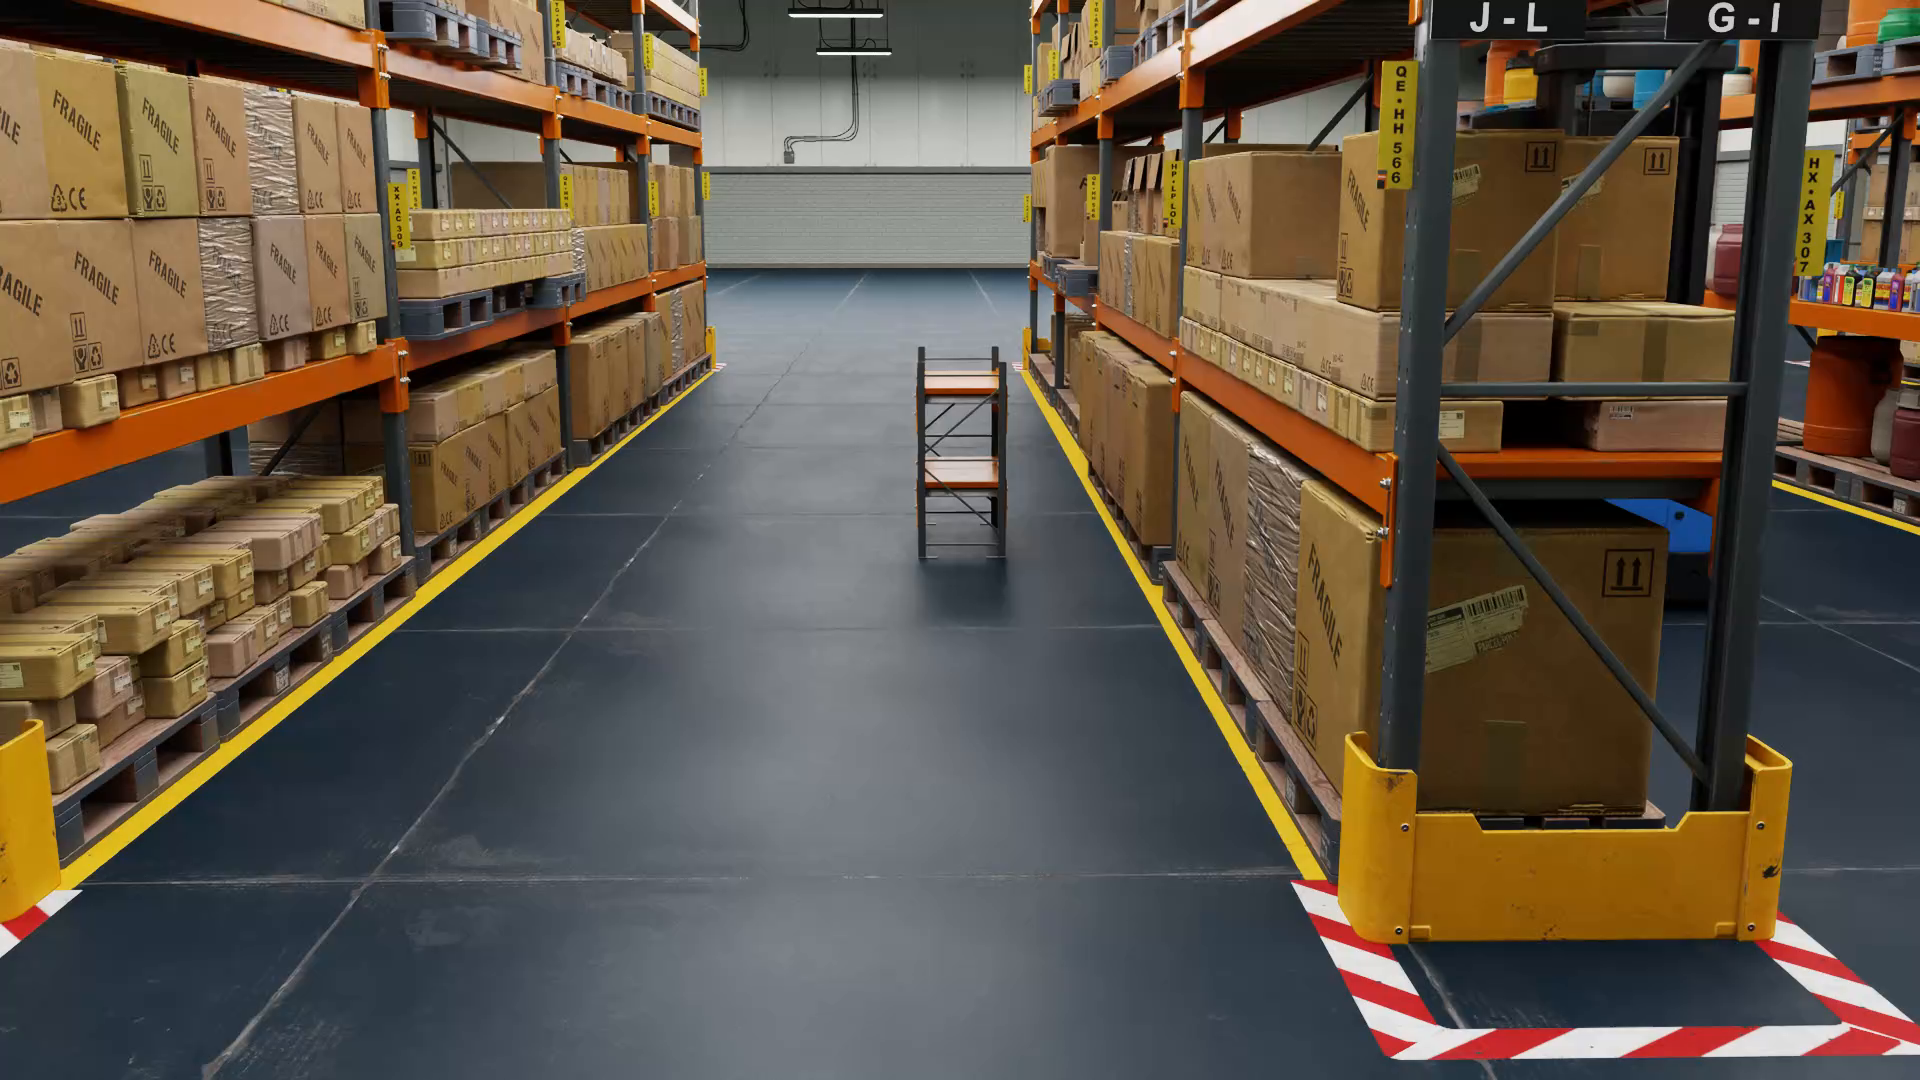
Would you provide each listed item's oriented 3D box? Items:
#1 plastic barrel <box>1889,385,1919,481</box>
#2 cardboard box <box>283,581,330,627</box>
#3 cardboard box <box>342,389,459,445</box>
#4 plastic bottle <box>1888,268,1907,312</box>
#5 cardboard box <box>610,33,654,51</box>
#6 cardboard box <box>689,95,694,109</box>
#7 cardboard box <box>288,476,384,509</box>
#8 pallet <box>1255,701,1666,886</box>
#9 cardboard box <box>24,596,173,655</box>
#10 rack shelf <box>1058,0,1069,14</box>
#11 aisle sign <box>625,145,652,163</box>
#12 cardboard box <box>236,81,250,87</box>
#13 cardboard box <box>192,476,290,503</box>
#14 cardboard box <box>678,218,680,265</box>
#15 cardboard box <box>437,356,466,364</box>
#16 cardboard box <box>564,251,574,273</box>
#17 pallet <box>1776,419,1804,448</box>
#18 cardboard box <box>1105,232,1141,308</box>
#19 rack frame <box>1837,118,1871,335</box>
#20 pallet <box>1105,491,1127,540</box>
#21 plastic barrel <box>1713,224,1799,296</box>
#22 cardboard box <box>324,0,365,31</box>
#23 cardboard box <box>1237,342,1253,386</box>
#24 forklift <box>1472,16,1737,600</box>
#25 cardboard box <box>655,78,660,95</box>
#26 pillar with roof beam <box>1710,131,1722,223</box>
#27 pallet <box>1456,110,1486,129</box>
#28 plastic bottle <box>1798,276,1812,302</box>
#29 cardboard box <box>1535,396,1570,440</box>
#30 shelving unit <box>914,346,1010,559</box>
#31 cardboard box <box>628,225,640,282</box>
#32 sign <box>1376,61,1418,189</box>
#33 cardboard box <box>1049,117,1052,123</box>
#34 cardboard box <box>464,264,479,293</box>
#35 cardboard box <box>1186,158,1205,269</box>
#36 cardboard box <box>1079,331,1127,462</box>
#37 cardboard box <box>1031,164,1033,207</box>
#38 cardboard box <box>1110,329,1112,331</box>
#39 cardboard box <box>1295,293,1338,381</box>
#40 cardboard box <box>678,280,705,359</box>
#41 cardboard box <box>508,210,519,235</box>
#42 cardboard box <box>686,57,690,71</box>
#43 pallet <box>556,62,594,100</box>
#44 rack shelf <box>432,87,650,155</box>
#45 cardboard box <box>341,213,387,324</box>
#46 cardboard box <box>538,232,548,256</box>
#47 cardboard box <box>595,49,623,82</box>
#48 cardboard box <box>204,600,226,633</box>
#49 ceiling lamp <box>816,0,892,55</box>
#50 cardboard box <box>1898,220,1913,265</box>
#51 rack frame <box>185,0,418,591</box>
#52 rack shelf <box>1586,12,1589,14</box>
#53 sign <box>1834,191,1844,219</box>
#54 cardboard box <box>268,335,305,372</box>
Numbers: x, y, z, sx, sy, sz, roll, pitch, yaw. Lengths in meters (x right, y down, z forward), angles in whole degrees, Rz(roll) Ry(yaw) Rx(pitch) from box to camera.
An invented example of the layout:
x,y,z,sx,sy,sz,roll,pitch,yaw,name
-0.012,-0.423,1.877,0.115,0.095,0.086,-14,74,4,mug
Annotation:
x,y,z,sx,sy,sz,roll,pitch,yaw,name
6.526,-0.711,11.030,0.600,0.588,0.708,0,11,-1,plastic barrel
-2.985,0.280,7.247,0.380,0.149,0.250,0,11,-1,cardboard box
-3.106,-0.690,9.259,0.500,0.250,0.500,-1,11,-4,cardboard box
6.139,-1.635,10.866,0.061,0.283,0.133,0,11,-1,plastic bottle
-3.188,-4.850,16.195,0.380,0.149,0.250,0,11,-1,cardboard box
-3.247,-5.015,19.012,0.380,0.149,0.250,0,11,0,cardboard box
-3.088,-0.224,8.236,0.380,0.149,0.250,0,11,0,cardboard box
1.594,0.810,5.538,1.003,0.211,1.213,0,11,-1,pallet
-2.947,0.291,5.698,0.380,0.149,0.250,0,11,-1,cardboard box
1.482,-4.778,13.792,1.077,0.370,4.000,0,11,-1,rack shelf
-3.905,-4.866,19.960,0.394,0.787,0.004,0,11,-1,aisle sign
-8.257,-5.108,18.774,0.380,0.149,0.250,0,11,-2,cardboard box
-3.555,-0.224,8.238,0.380,0.149,0.250,0,11,1,cardboard box
-3.631,-3.358,18.688,0.875,0.550,0.550,0,11,-1,cardboard box
-3.655,-1.098,11.271,0.500,0.250,0.500,0,11,-2,cardboard box
-2.968,-1.975,11.825,0.380,0.149,0.250,0,11,0,cardboard box
6.498,-0.797,13.455,1.003,0.211,1.213,0,11,-1,pallet
1.274,-1.838,11.321,0.500,0.500,0.500,-1,11,-3,cardboard box
11.262,-3.619,20.353,1.000,3.000,0.127,0,11,-1,rack frame
1.486,-0.223,10.628,1.003,0.211,1.213,0,11,-1,pallet
6.163,-2.167,12.853,0.600,0.536,0.708,0,11,-1,plastic barrel
-3.075,-2.493,7.638,0.500,0.250,0.500,0,11,0,cardboard box
1.313,-0.700,6.599,0.380,0.149,0.250,-1,11,-3,cardboard box
3.508,-1.369,9.436,1.130,2.935,3.031,0,11,1,forklift
-3.195,-4.511,16.528,0.380,0.149,0.250,0,11,-1,cardboard box
12.418,-10.005,36.742,9.100,9.000,0.548,0,11,-1,pillar with roof beam
6.229,-4.812,19.165,1.003,0.211,1.213,0,11,-1,pallet
6.161,-1.861,12.000,0.152,0.276,0.135,0,11,-1,plastic bottle
2.004,-0.398,5.110,0.380,0.149,0.250,0,11,-2,cardboard box
0.000,-0.550,9.941,0.538,1.125,1.048,0,11,-1,shelving unit
-3.232,-2.630,15.225,0.500,0.500,0.500,0,11,-2,cardboard box
1.146,-1.083,4.343,0.100,0.325,0.005,0,11,-1,sign
1.170,-4.374,16.907,0.500,0.250,0.500,0,11,0,cardboard box
-2.916,-1.461,9.292,0.380,0.149,0.250,0,11,-1,cardboard box
1.360,-1.537,7.835,0.500,0.500,0.500,0,11,-1,cardboard box
1.517,-1.016,11.811,1.225,0.875,0.875,-1,11,-4,cardboard box
1.097,-4.153,19.473,0.500,0.500,0.500,0,11,-1,cardboard box
1.458,-1.585,13.623,0.500,0.250,0.500,1,12,5,cardboard box
1.403,-0.667,5.431,0.500,0.250,0.500,0,11,-2,cardboard box
-3.523,-2.609,19.661,0.875,0.875,0.875,0,11,-1,cardboard box
-2.940,-1.958,10.247,0.380,0.149,0.250,0,11,1,cardboard box
-3.241,-5.354,18.678,0.380,0.149,0.250,0,11,0,cardboard box
-3.504,-3.494,12.667,1.213,0.211,1.003,0,11,1,pallet
-3.479,-3.504,14.049,1.077,0.370,4.000,0,11,-1,rack shelf
-3.063,-1.293,7.889,0.500,0.500,0.500,0,11,-1,cardboard box
-2.953,-1.966,11.031,0.380,0.149,0.250,0,11,-1,cardboard box
-3.275,-4.190,14.695,0.500,0.250,0.500,0,11,-2,cardboard box
-3.114,0.282,6.492,0.380,0.149,0.250,0,11,2,cardboard box
-2.802,-14.421,43.829,2.000,3.185,0.800,0,11,-1,ceiling lamp
11.275,-3.471,19.371,0.700,0.500,0.500,0,11,0,cardboard box
-3.355,-1.193,8.397,1.000,3.000,0.127,0,11,-1,rack frame
6.434,-4.798,13.892,1.077,0.370,4.000,0,11,-1,rack shelf
10.707,-4.081,20.254,0.100,0.325,0.005,0,11,-1,sign
-3.039,-0.805,7.115,0.380,0.149,0.250,-1,11,-4,cardboard box
